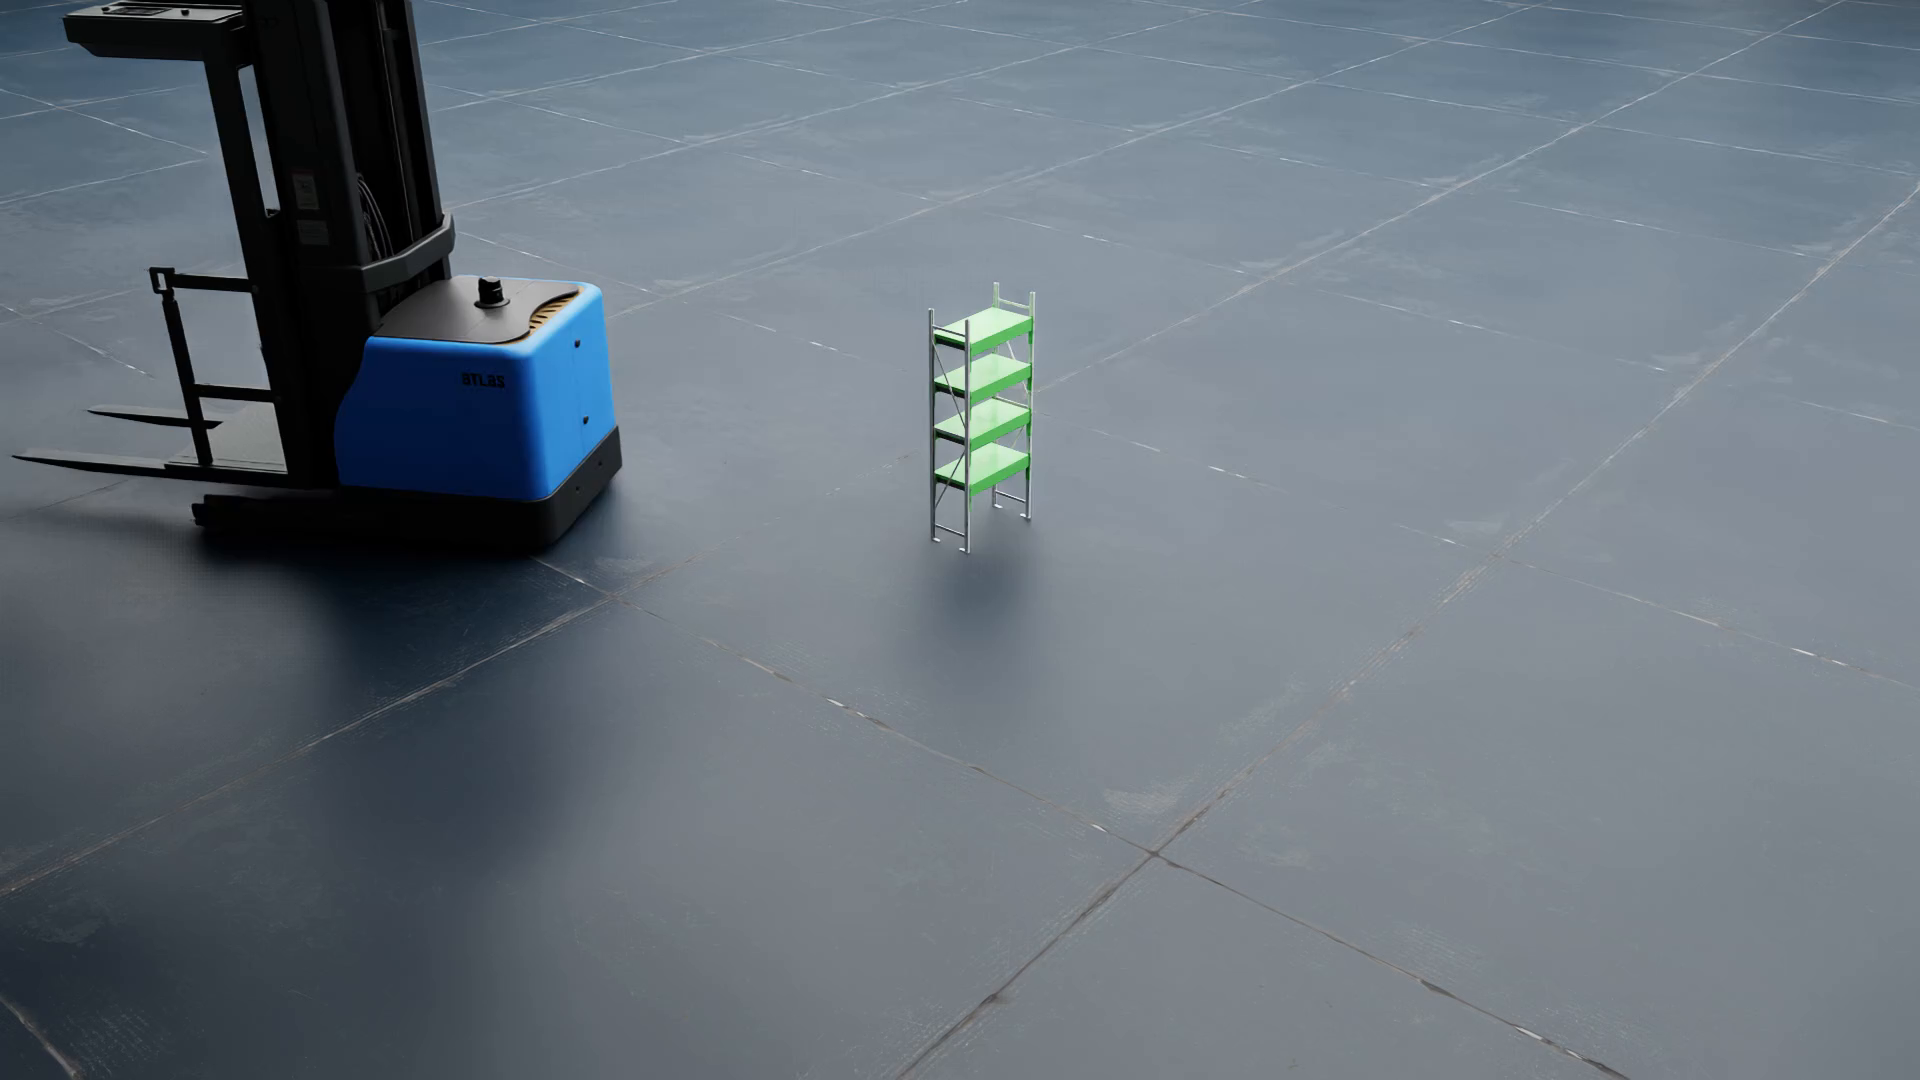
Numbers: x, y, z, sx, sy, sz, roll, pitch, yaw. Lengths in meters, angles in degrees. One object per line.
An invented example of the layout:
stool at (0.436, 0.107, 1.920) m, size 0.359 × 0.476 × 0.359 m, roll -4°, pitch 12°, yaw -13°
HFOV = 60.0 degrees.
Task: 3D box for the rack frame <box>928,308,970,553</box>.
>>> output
rack frame at (-0.050, -0.505, 7.921) m, size 0.240 × 1.200 × 0.015 m, roll 21°, pitch 34°, yaw 34°

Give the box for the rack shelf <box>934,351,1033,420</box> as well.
rack shelf at (0.105, -0.748, 8.007) m, size 0.258 × 0.148 × 0.480 m, roll 21°, pitch 34°, yaw 34°

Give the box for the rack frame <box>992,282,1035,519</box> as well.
rack frame at (0.260, -0.678, 8.255) m, size 0.240 × 1.200 × 0.015 m, roll 21°, pitch 34°, yaw 34°

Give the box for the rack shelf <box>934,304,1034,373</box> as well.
rack shelf at (0.105, -0.961, 7.897) m, size 0.258 × 0.148 × 0.480 m, roll 21°, pitch 34°, yaw 34°

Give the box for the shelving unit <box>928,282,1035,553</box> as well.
shelving unit at (0.105, -0.592, 8.088) m, size 0.258 × 1.200 × 0.503 m, roll 21°, pitch 34°, yaw 34°

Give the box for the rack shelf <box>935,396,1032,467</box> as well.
rack shelf at (0.105, -0.535, 8.117) m, size 0.258 × 0.148 × 0.480 m, roll 21°, pitch 34°, yaw 34°

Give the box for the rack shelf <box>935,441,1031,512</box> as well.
rack shelf at (0.105, -0.322, 8.227) m, size 0.258 × 0.148 × 0.480 m, roll 21°, pitch 34°, yaw 34°

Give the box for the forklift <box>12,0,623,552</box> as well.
forklift at (-3.366, -1.563, 8.082) m, size 3.031 × 2.935 × 1.130 m, roll 5°, pitch 28°, yaw 9°
